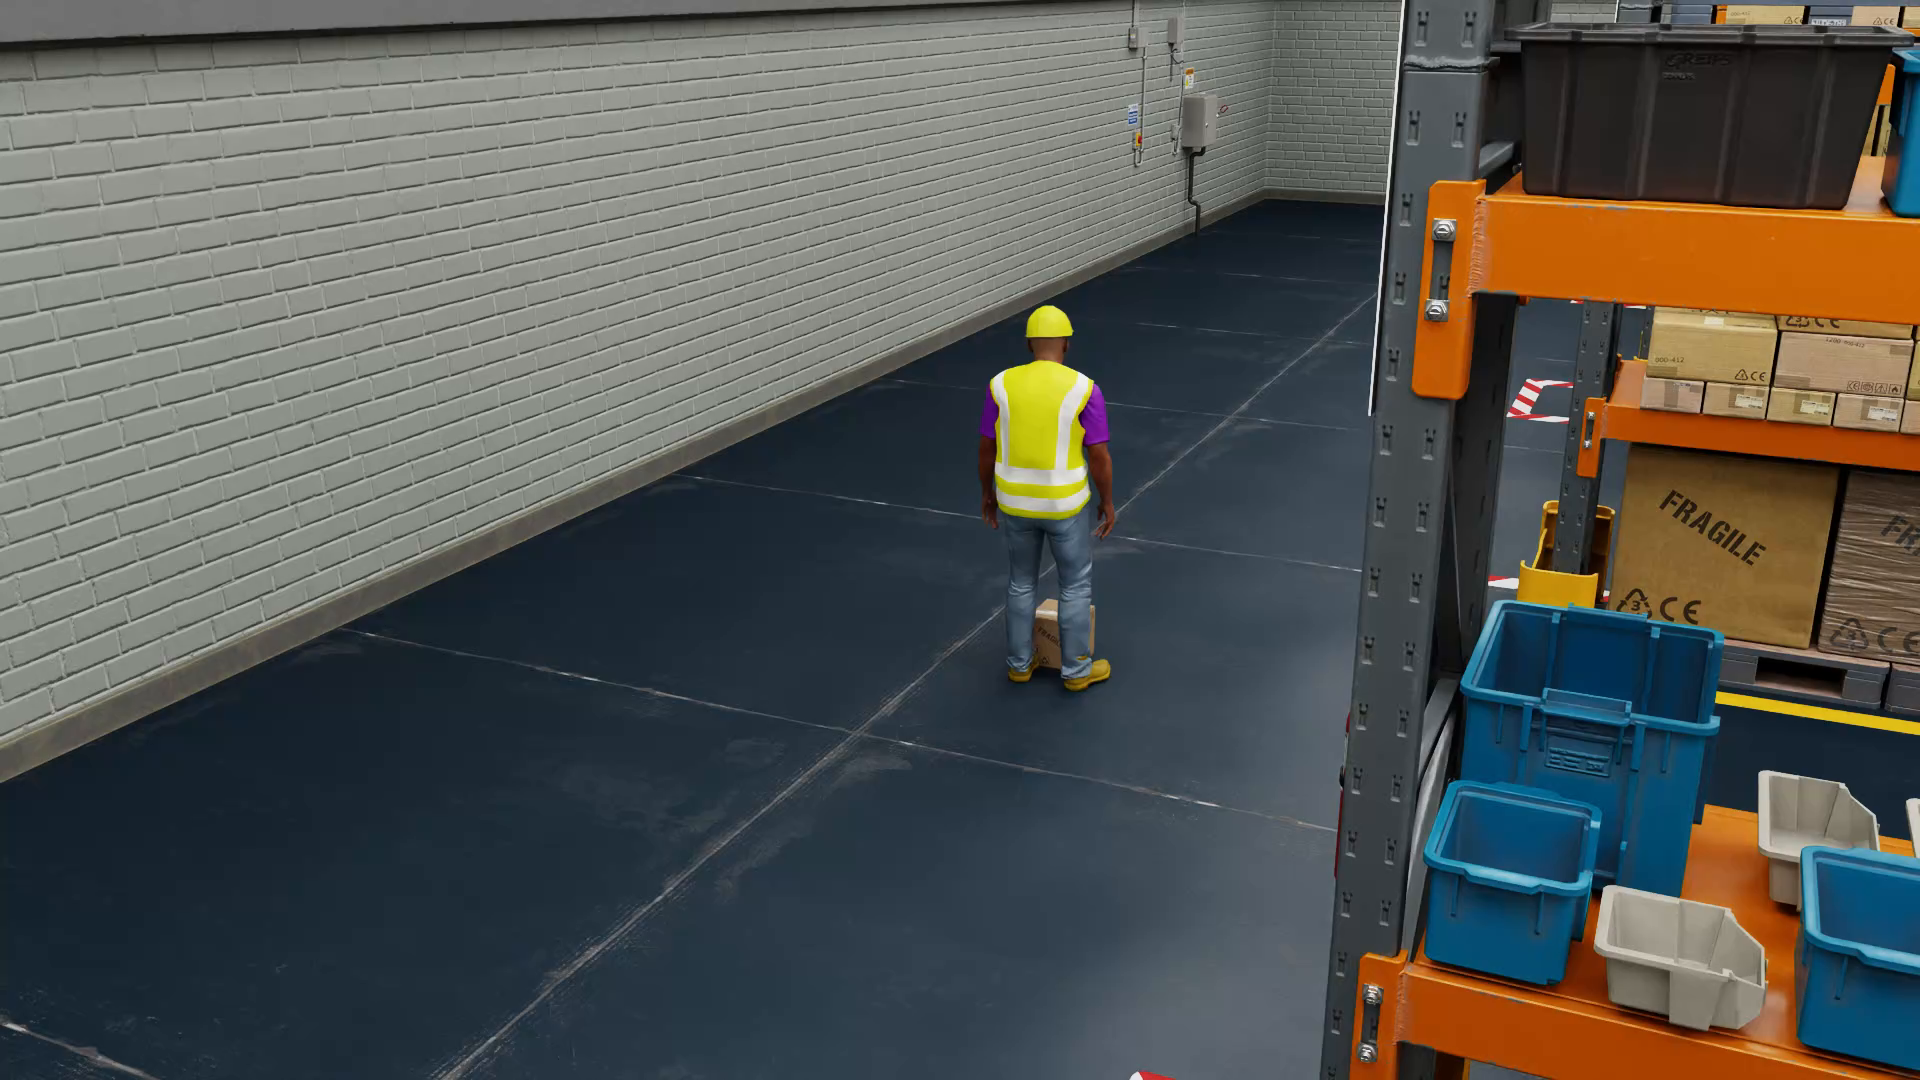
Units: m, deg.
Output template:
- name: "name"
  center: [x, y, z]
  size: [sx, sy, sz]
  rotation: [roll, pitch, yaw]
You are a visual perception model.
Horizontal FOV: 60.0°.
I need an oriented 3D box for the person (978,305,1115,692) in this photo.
- name: "person"
  center: [0.396, -0.187, 7.584]
  size: [0.633, 1.759, 0.462]
  rotation: [7, 20, 19]
